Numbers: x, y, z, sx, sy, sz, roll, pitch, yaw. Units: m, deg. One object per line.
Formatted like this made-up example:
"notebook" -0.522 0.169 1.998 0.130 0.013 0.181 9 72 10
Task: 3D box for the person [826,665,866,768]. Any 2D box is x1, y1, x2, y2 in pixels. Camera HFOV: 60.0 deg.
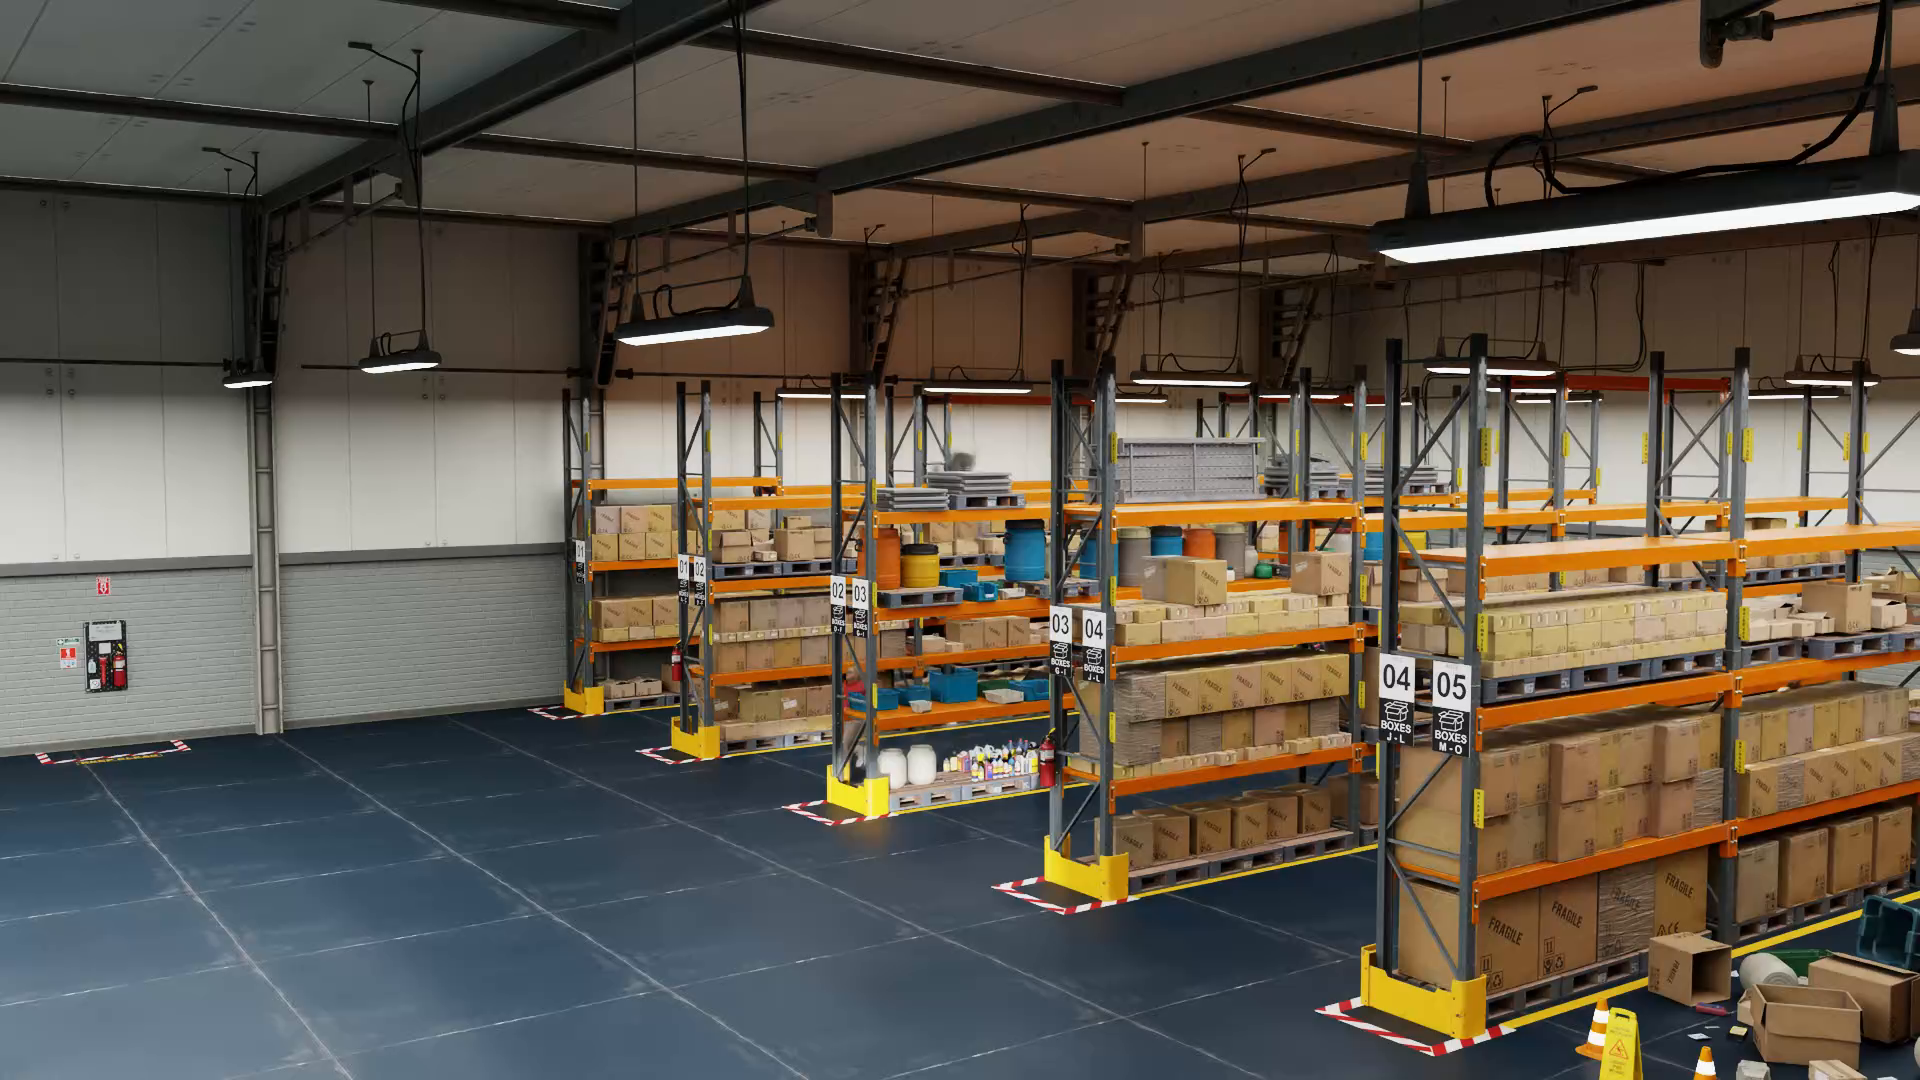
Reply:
"person" -1.640 2.717 24.855 0.858 1.684 0.665 -4 5 -45

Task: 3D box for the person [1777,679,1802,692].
"person" 11.930 2.723 23.851 0.990 1.752 0.701 -3 5 -40
